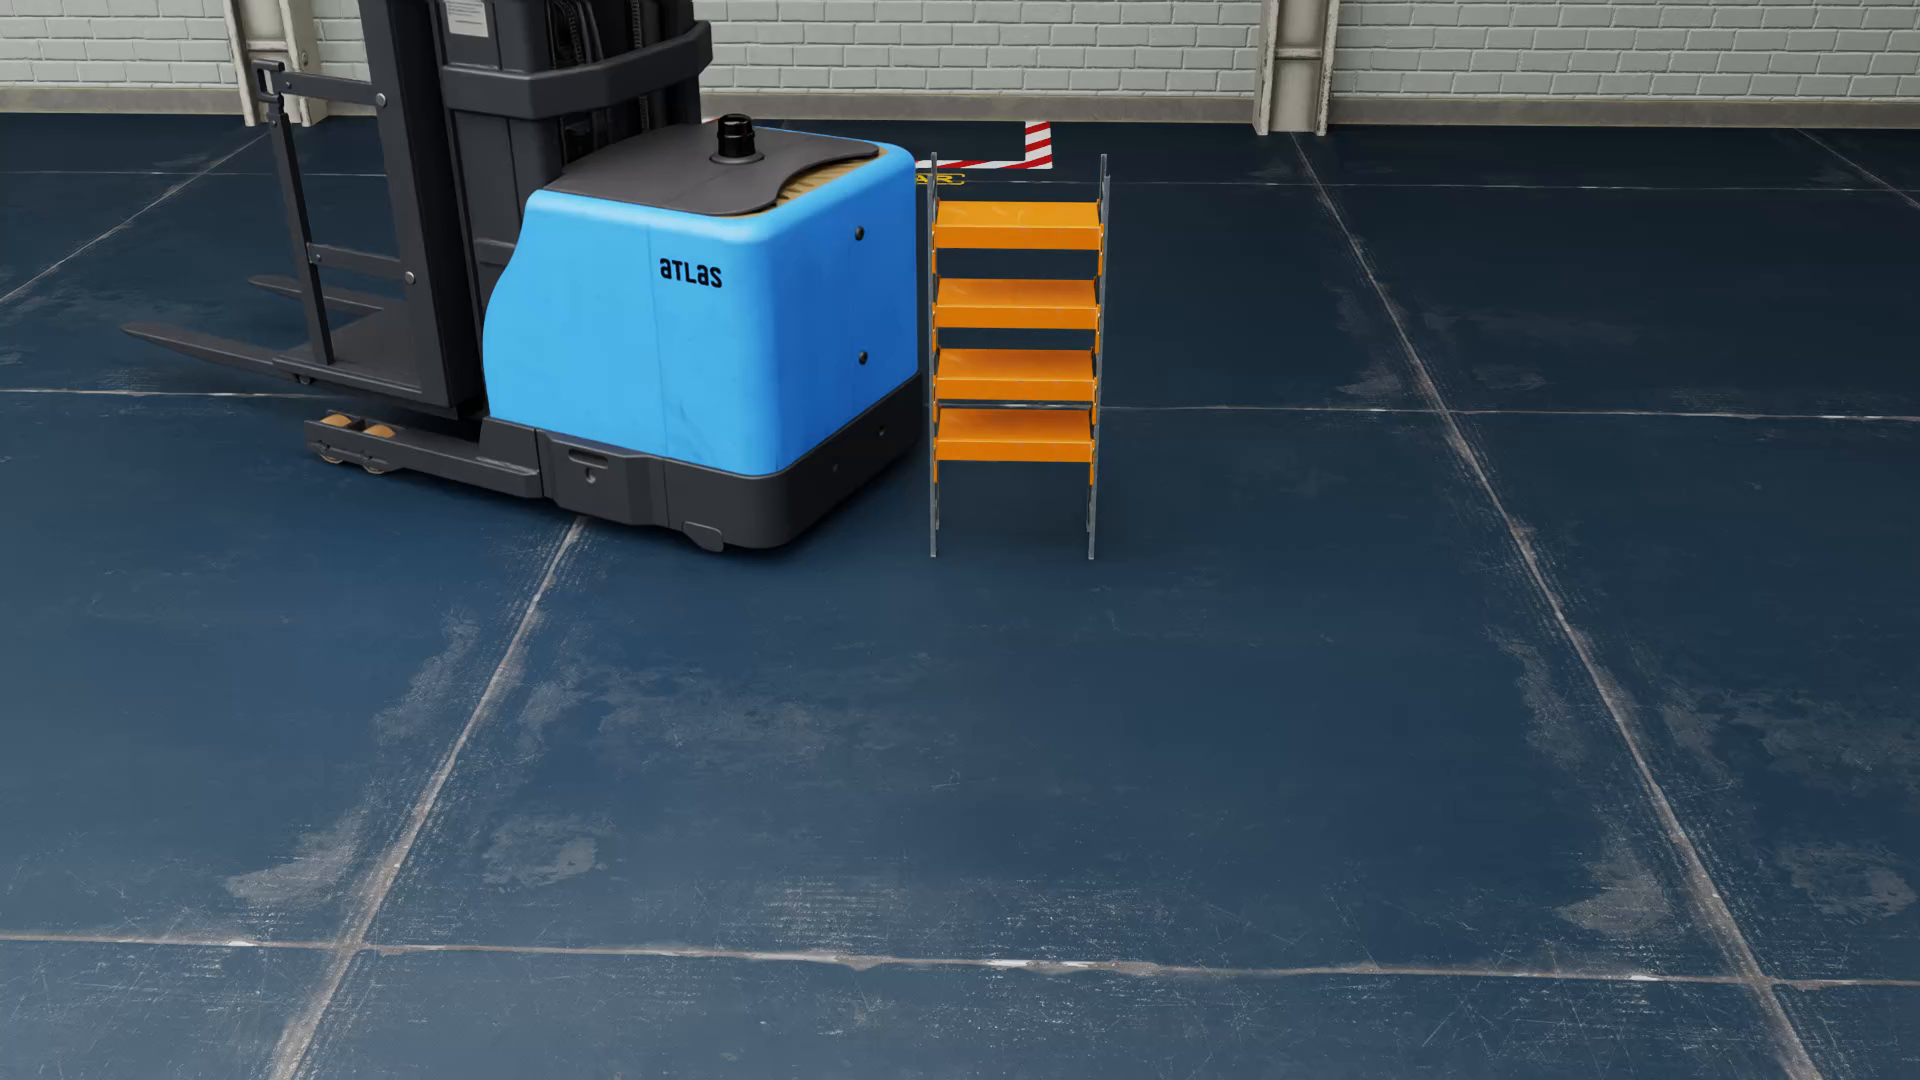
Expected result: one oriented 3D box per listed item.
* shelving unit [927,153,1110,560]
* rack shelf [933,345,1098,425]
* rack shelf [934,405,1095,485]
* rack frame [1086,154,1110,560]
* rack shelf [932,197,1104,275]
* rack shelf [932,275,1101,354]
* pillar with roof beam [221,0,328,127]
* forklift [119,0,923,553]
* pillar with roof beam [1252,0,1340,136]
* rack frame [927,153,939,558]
[{"bbox_3d":[0.165,-0.527,4.964,0.503,1.200,0.258,1,28,2],"label":"shelving unit"},{"bbox_3d":[0.165,-0.468,4.995,0.480,0.148,0.258,1,28,2],"label":"rack shelf"},{"bbox_3d":[0.165,-0.293,5.088,0.480,0.148,0.258,1,28,2],"label":"rack shelf"},{"bbox_3d":[0.409,-0.523,4.956,0.015,1.200,0.240,1,28,2],"label":"rack frame"},{"bbox_3d":[0.165,-0.875,4.780,0.480,0.148,0.258,1,28,2],"label":"rack shelf"},{"bbox_3d":[0.165,-0.666,4.891,0.480,0.148,0.258,1,28,2],"label":"rack shelf"},{"bbox_3d":[-4.204,-4.495,4.122,0.400,9.000,9.100,1,28,2],"label":"pillar with roof beam"},{"bbox_3d":[-1.681,-1.724,5.373,3.031,2.935,1.130,13,31,23],"label":"forklift"},{"bbox_3d":[1.793,-4.396,3.935,0.400,9.000,9.100,1,28,2],"label":"pillar with roof beam"},{"bbox_3d":[-0.078,-0.531,4.971,0.015,1.200,0.240,1,28,2],"label":"rack frame"}]
